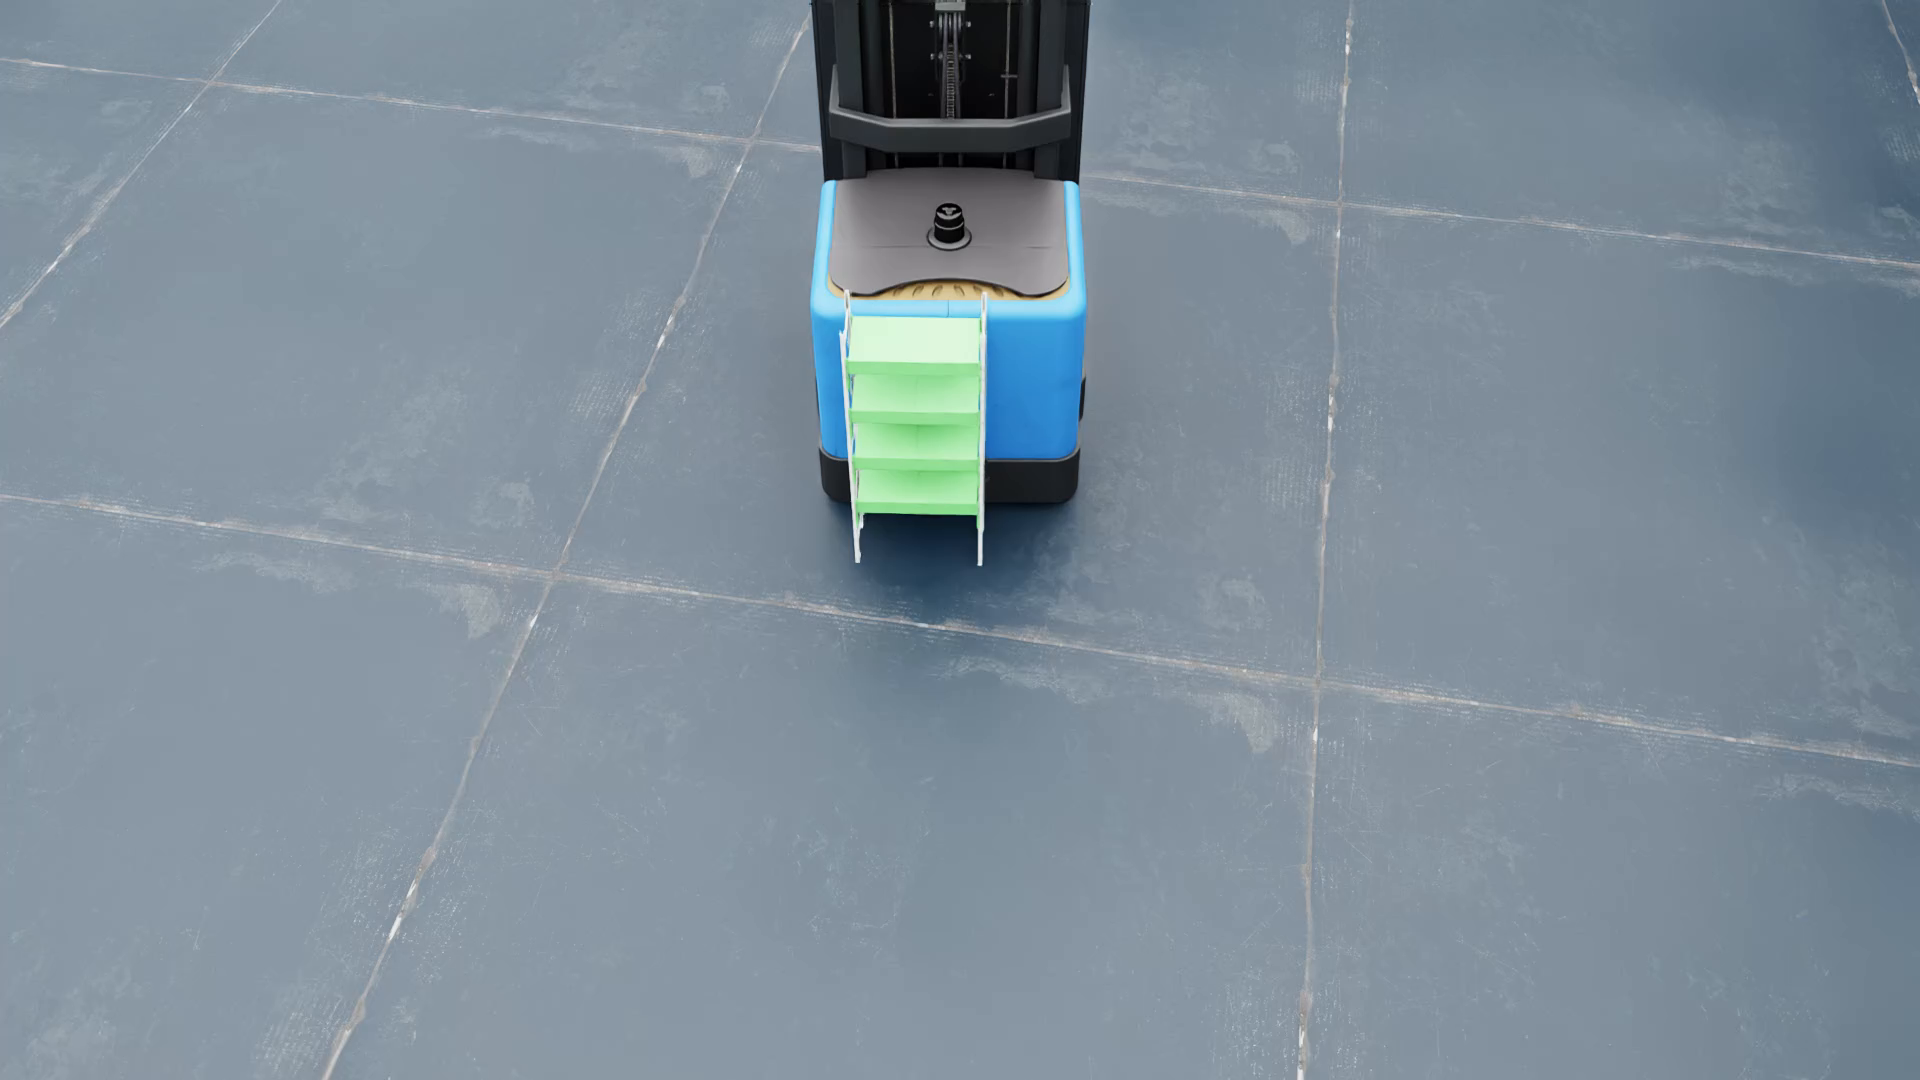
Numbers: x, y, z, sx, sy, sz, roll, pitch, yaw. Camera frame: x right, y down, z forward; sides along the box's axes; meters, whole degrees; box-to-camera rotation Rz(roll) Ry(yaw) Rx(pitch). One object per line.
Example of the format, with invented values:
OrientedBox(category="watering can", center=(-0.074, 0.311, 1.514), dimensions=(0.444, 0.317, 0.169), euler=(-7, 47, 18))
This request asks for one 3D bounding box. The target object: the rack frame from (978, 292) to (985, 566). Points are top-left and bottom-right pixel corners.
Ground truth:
OrientedBox(category="rack frame", center=(0.081, -0.388, 6.264), dimensions=(0.015, 1.200, 0.240), euler=(0, 48, 0))

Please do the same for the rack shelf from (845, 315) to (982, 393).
OrientedBox(category="rack shelf", center=(-0.163, -0.667, 5.956), dimensions=(0.480, 0.148, 0.258), euler=(0, 48, 0))

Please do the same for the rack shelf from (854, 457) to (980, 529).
OrientedBox(category="rack shelf", center=(-0.163, -0.186, 6.491), dimensions=(0.480, 0.148, 0.258), euler=(0, 48, 0))

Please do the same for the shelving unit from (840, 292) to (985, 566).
OrientedBox(category="shelving unit", center=(-0.163, -0.389, 6.265), dimensions=(0.503, 1.200, 0.258), euler=(0, 48, 0))

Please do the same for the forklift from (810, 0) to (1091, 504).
OrientedBox(category="forklift", center=(-0.034, -2.205, 6.733), dimensions=(1.130, 2.935, 3.031), euler=(0, 48, 0))

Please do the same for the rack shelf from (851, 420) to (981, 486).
OrientedBox(category="rack shelf", center=(-0.163, -0.346, 6.313), dimensions=(0.480, 0.148, 0.258), euler=(0, 48, 0))

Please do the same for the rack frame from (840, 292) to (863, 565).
OrientedBox(category="rack frame", center=(-0.407, -0.391, 6.267), dimensions=(0.015, 1.200, 0.240), euler=(0, 48, 0))

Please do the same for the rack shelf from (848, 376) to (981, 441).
OrientedBox(category="rack shelf", center=(-0.163, -0.507, 6.134), dimensions=(0.480, 0.148, 0.258), euler=(0, 48, 0))
